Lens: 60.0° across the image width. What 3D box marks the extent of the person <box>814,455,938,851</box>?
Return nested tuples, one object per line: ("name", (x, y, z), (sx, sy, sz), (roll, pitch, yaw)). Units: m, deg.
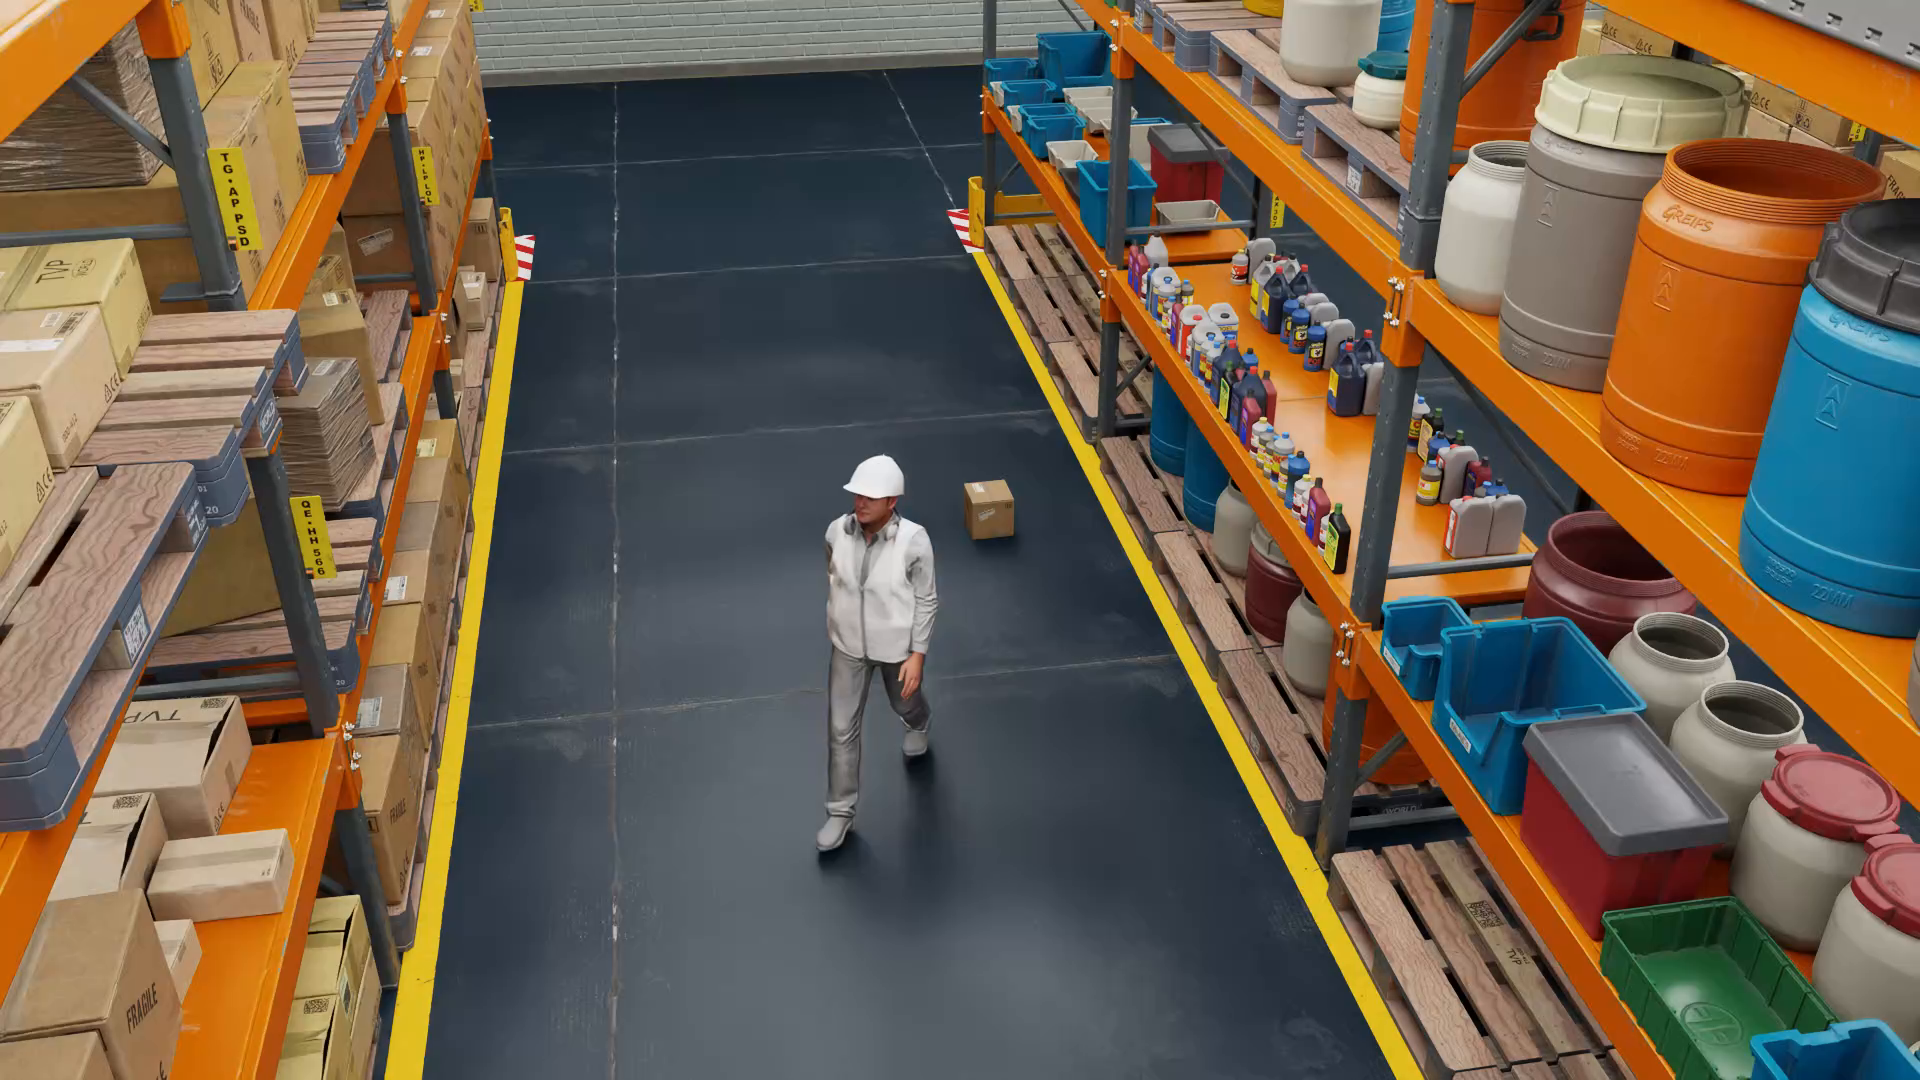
("person", (-0.362, 0.449, 7.354), (0.539, 1.725, 1.032), (7, 31, 12))
